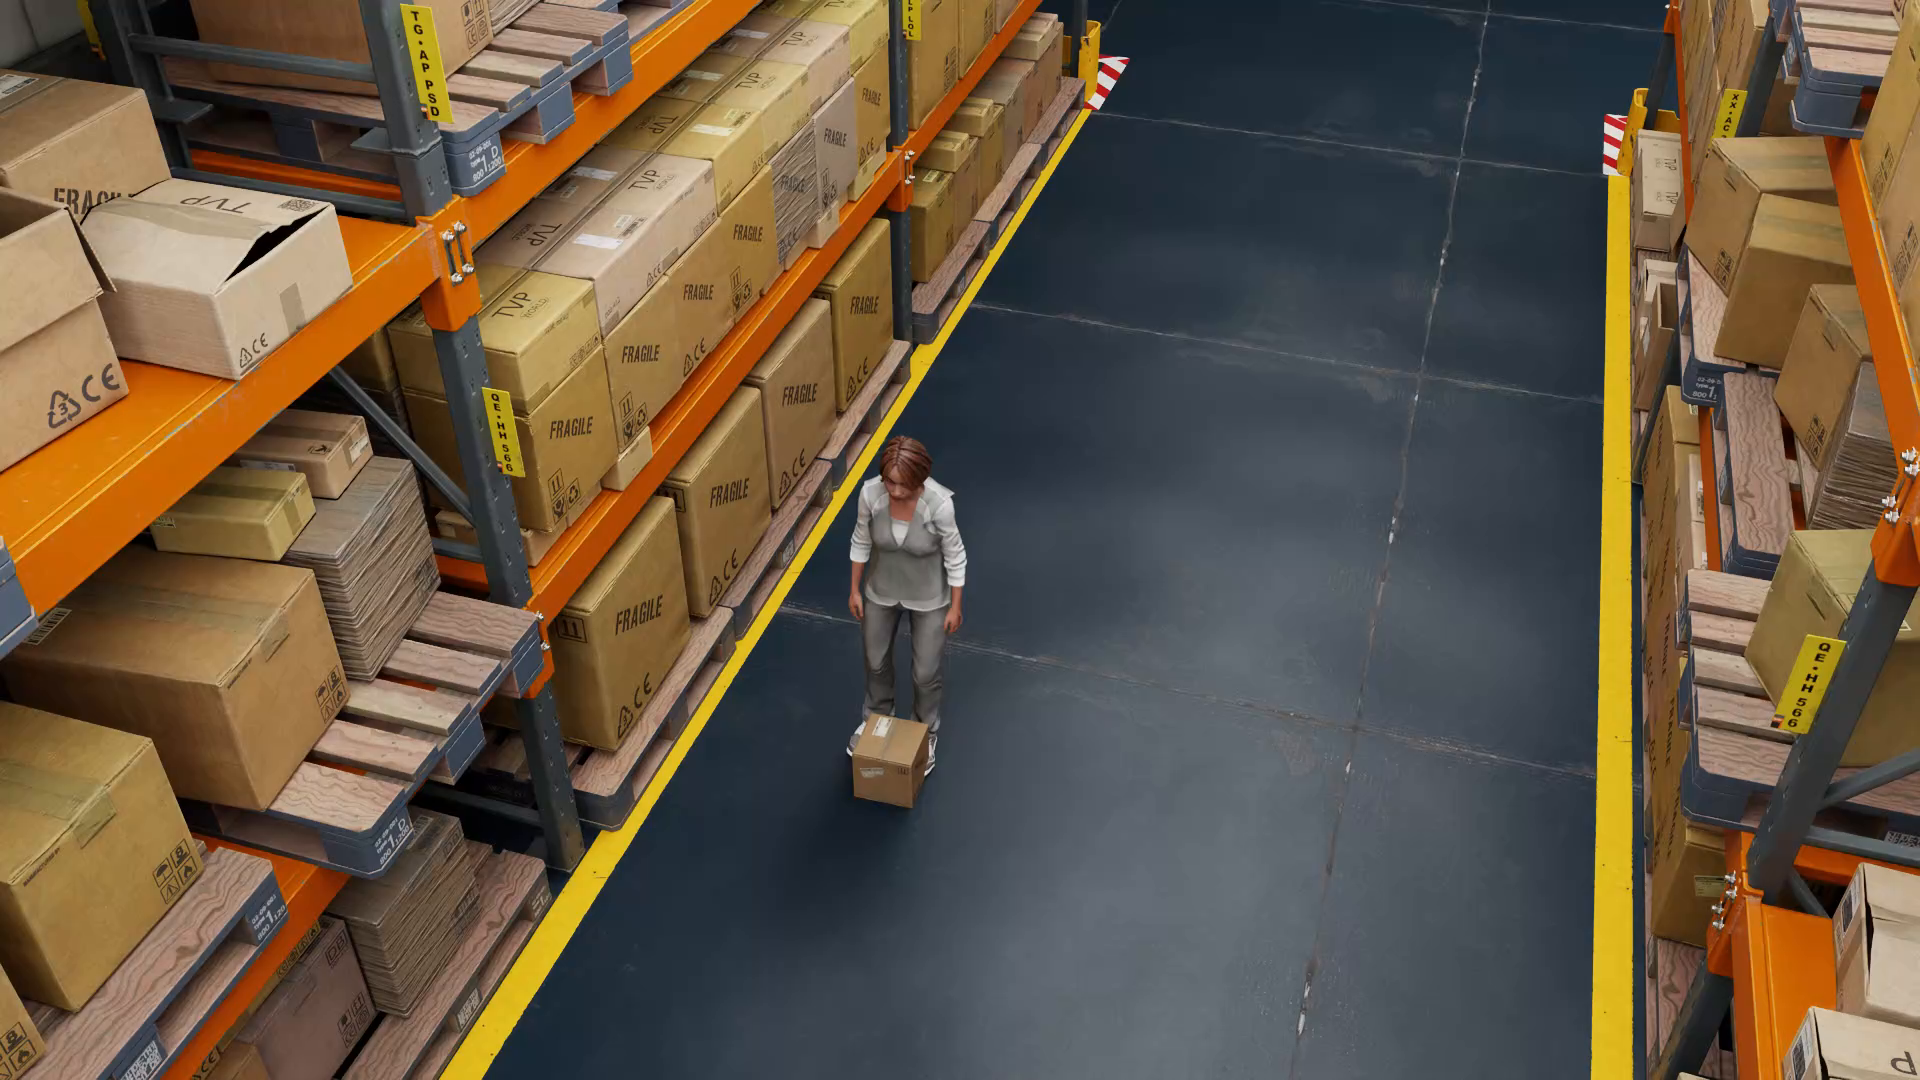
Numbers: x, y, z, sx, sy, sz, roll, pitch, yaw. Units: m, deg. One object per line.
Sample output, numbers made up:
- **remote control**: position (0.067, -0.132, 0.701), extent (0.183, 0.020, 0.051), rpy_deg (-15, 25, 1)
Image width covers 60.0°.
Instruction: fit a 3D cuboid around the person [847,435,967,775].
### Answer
- **person**: position (-0.219, 0.247, 6.585), extent (0.485, 1.582, 0.370), rpy_deg (9, 38, 11)
